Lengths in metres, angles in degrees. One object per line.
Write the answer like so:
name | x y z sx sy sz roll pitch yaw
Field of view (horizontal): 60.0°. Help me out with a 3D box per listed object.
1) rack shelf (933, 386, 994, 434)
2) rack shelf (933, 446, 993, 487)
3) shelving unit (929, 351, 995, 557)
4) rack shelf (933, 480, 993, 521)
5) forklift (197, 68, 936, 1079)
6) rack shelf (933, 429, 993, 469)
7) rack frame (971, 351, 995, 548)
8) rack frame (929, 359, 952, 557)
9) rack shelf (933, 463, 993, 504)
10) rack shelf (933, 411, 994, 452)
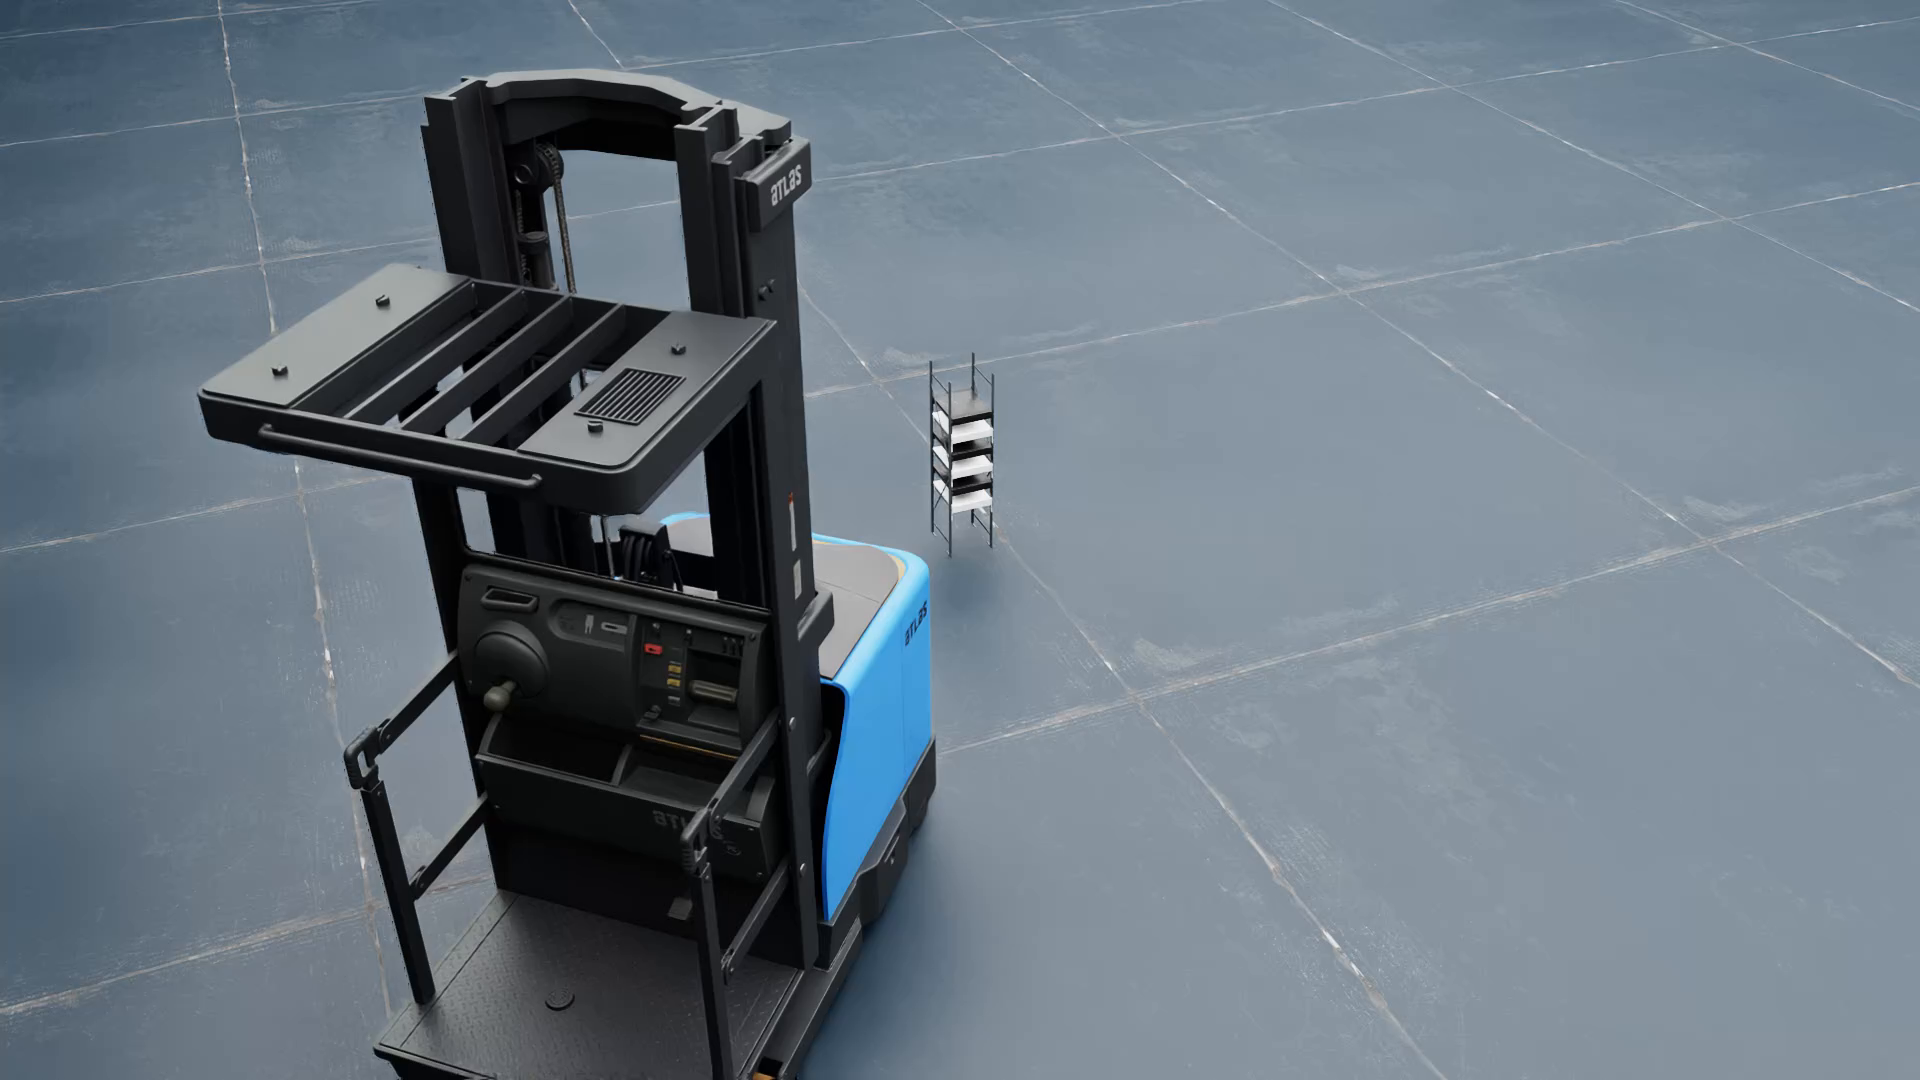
rack shelf | 0.008 -0.577 7.378 0.200 0.077 0.258 -13 35 -19
rack shelf | 0.007 -0.351 7.525 0.200 0.077 0.258 -13 35 -19
shelving unit | 0.007 -0.379 7.507 0.210 0.900 0.258 -13 35 -19
rack shelf | 0.007 -0.200 7.624 0.200 0.077 0.258 -13 35 -19
forklift | -1.050 0.394 4.456 1.130 2.935 3.031 11 35 16
rack shelf | 0.007 -0.426 7.476 0.200 0.077 0.258 -13 35 -19
rack frame | 0.101 -0.400 7.540 0.006 0.900 0.240 -13 35 -19
rack frame | -0.086 -0.357 7.474 0.006 0.900 0.240 -13 35 -19
rack shelf | 0.007 -0.276 7.574 0.200 0.077 0.258 -13 35 -19
rack shelf | 0.008 -0.502 7.427 0.200 0.077 0.258 -13 35 -19
